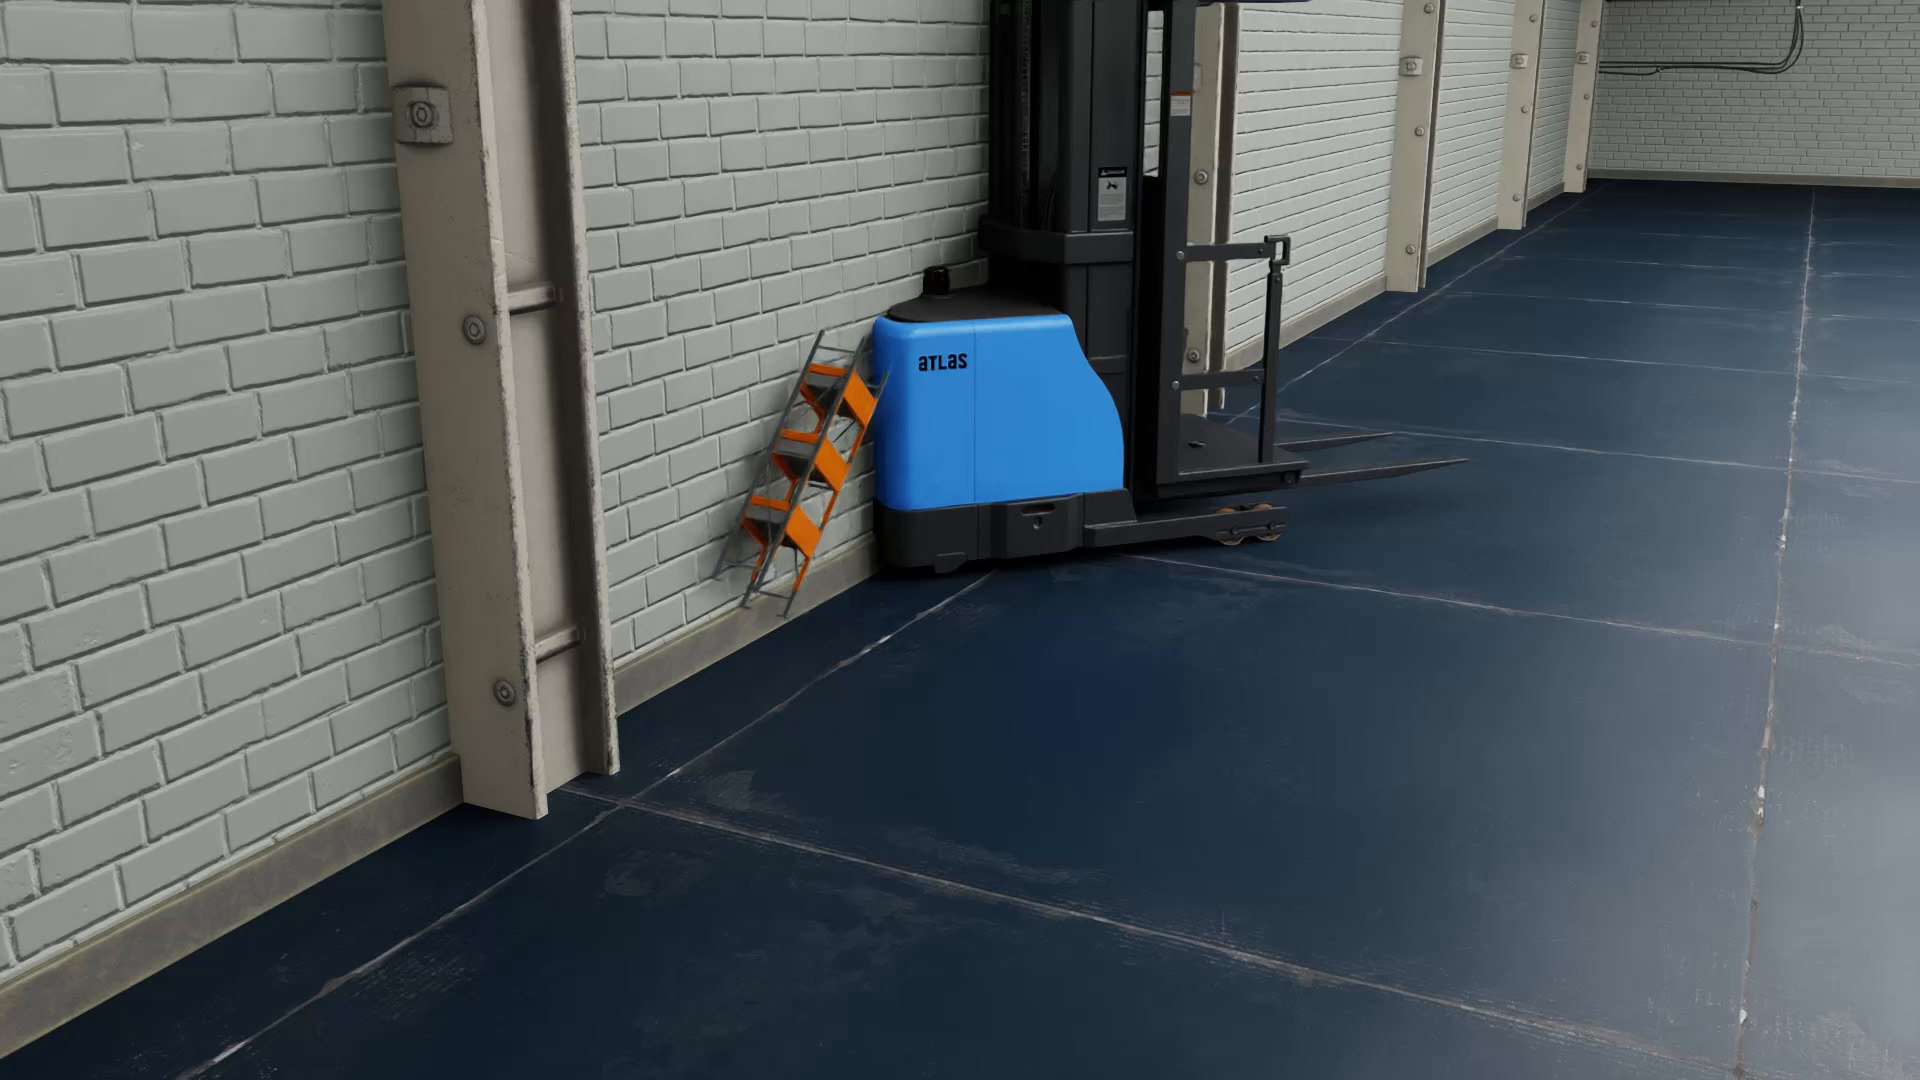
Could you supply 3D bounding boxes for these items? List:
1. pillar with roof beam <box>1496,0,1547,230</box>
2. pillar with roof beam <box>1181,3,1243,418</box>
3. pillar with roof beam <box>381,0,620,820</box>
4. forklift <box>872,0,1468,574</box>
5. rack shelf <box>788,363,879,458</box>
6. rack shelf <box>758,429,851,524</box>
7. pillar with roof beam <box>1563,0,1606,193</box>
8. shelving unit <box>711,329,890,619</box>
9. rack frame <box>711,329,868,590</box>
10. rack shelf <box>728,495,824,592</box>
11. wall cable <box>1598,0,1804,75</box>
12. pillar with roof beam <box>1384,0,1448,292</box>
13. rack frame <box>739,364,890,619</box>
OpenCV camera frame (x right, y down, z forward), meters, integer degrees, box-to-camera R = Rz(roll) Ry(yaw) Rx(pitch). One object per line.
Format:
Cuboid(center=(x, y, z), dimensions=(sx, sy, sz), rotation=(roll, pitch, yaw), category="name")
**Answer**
Cuboid(center=(10.622, -7.612, 17.348), dimensions=(9.100, 9.000, 0.400), rotation=(8, 18, 25), category="pillar with roof beam")
Cuboid(center=(5.260, -4.556, 7.057), dimensions=(9.100, 9.000, 0.400), rotation=(8, 18, 25), category="pillar with roof beam")
Cuboid(center=(2.579, -3.027, 1.912), dimensions=(9.100, 9.000, 0.400), rotation=(8, 18, 25), category="pillar with roof beam")
Cuboid(center=(0.936, -1.511, 7.464), dimensions=(3.031, 2.935, 1.130), rotation=(-6, 18, -21), category="forklift")
Cuboid(center=(-0.479, -0.492, 6.193), dimensions=(0.215, 0.259, 0.240), rotation=(12, -22, 25), category="rack shelf")
Cuboid(center=(-0.576, -0.243, 6.098), dimensions=(0.215, 0.259, 0.240), rotation=(12, -22, 25), category="rack shelf")
Cuboid(center=(13.303, -9.140, 22.494), dimensions=(9.100, 9.000, 0.400), rotation=(8, 18, 25), category="pillar with roof beam")
Cuboid(center=(-0.573, -0.252, 6.101), dimensions=(0.215, 1.050, 0.252), rotation=(12, -22, 25), category="shelving unit")
Cuboid(center=(-0.610, -0.306, 5.998), dimensions=(0.200, 1.050, 0.008), rotation=(12, -22, 25), category="rack frame")
Cuboid(center=(-0.671, 0.001, 6.005), dimensions=(0.215, 0.259, 0.240), rotation=(12, -22, 25), category="rack shelf")
Cuboid(center=(11.951, -8.782, 26.740), dimensions=(3.097, 2.526, 0.112), rotation=(8, 18, 25), category="wall cable")
Cuboid(center=(7.941, -6.084, 12.203), dimensions=(9.100, 9.000, 0.400), rotation=(8, 18, 25), category="pillar with roof beam")
Cuboid(center=(-0.536, -0.198, 6.205), dimensions=(0.200, 1.050, 0.008), rotation=(12, -22, 25), category="rack frame")
